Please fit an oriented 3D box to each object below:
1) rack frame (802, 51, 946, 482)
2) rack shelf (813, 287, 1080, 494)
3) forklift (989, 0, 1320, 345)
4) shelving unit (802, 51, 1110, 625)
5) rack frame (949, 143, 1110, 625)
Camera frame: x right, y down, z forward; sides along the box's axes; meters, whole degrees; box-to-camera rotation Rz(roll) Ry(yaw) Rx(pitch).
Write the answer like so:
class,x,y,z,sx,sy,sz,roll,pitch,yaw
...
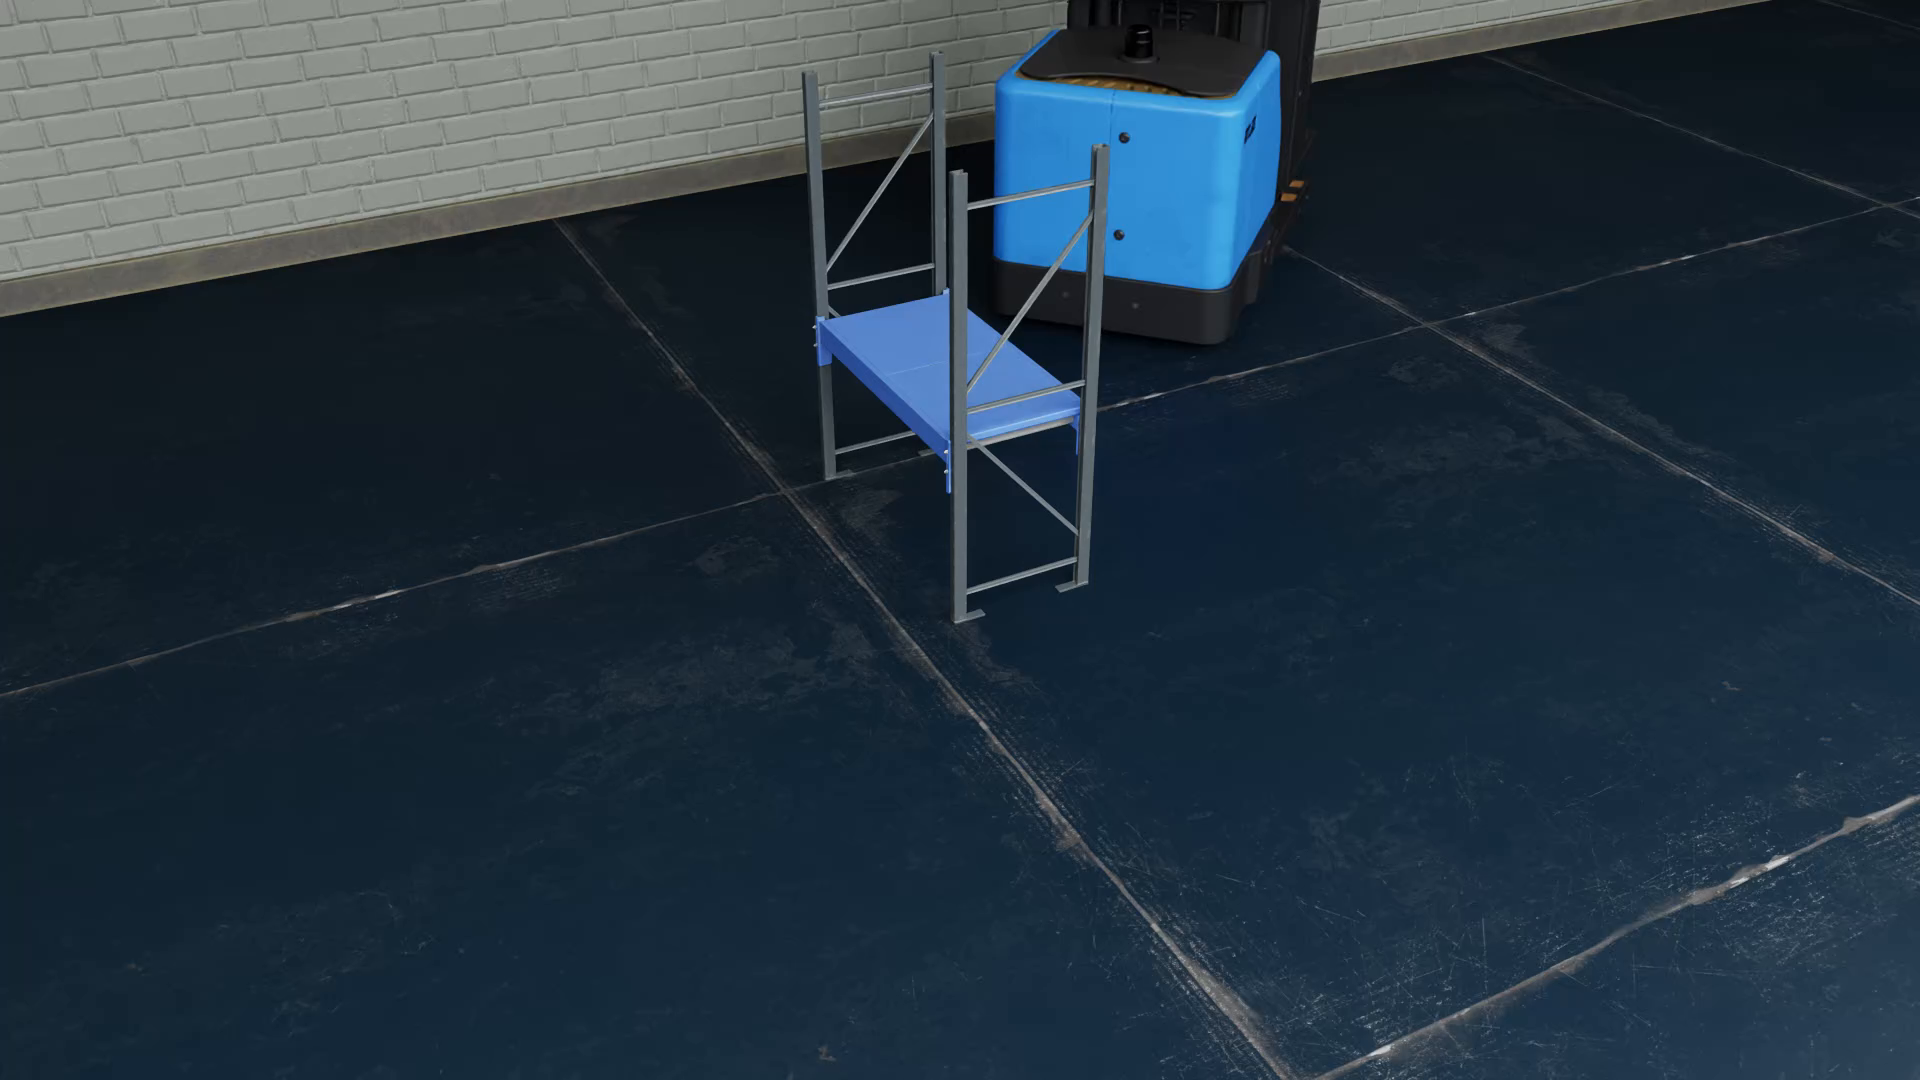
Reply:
class,x,y,z,sx,sy,sz,roll,pitch,yaw
rack frame,-0.277,-0.915,5.788,0.500,1.500,0.032,-16,36,-23
rack shelf,-0.040,-0.521,5.506,0.538,0.185,1.000,-16,36,-23
forklift,1.104,-2.829,7.448,1.130,2.935,3.031,11,34,17
shelving unit,-0.040,-0.672,5.409,0.538,1.500,1.048,-16,36,-23
rack frame,0.197,-0.430,5.030,0.500,1.500,0.032,-16,36,-23
